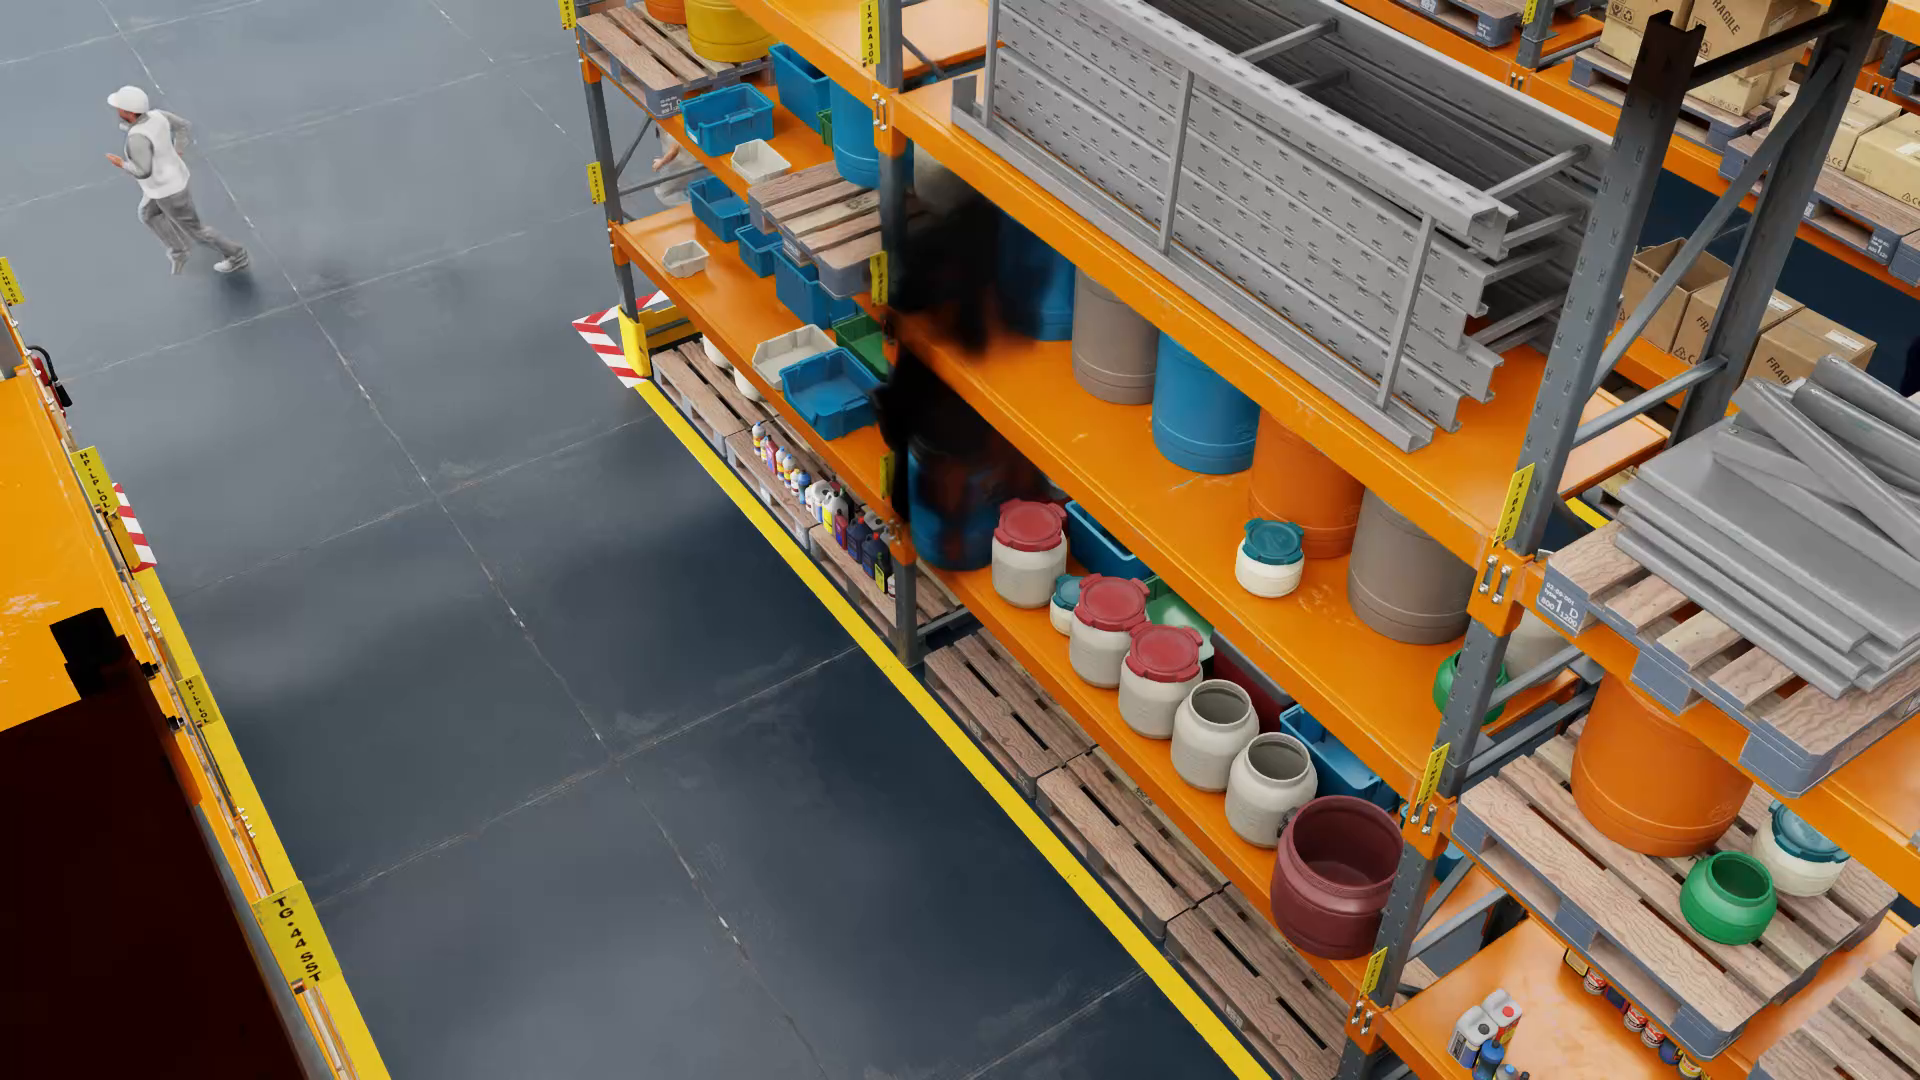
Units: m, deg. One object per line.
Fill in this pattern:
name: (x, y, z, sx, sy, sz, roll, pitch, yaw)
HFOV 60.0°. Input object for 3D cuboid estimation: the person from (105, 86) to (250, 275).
person: (-6.442, -2.877, 13.604, 0.801, 1.813, 0.637, -7, 43, -7)

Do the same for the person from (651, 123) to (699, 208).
person: (-2.361, -3.201, 14.058, 0.520, 1.635, 0.605, 13, 44, 14)

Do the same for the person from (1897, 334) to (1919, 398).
person: (7.342, -1.506, 12.221, 0.625, 1.667, 0.706, -23, 48, -23)
